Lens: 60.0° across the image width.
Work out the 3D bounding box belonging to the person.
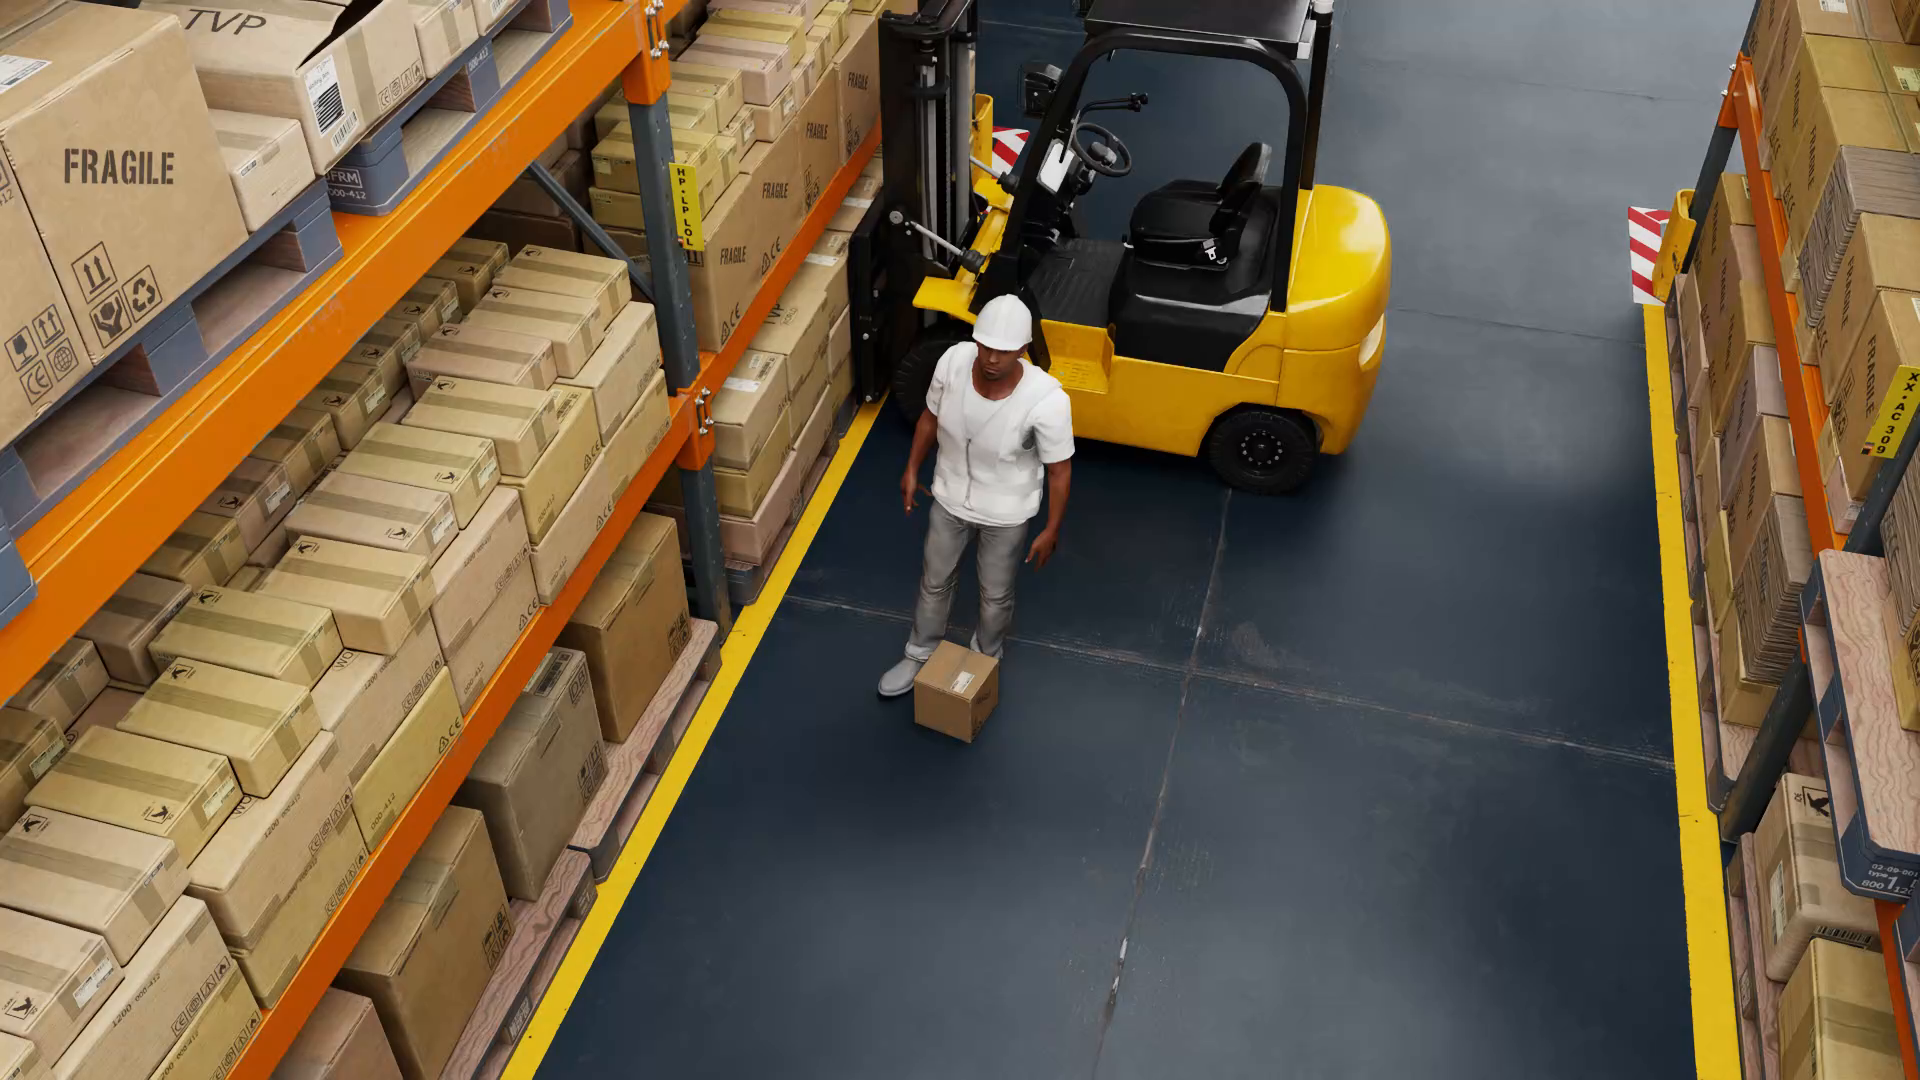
[{"bbox_3d":[0.055,-0.104,6.246,0.665,1.765,0.577,20,45,21],"label":"person"}]
